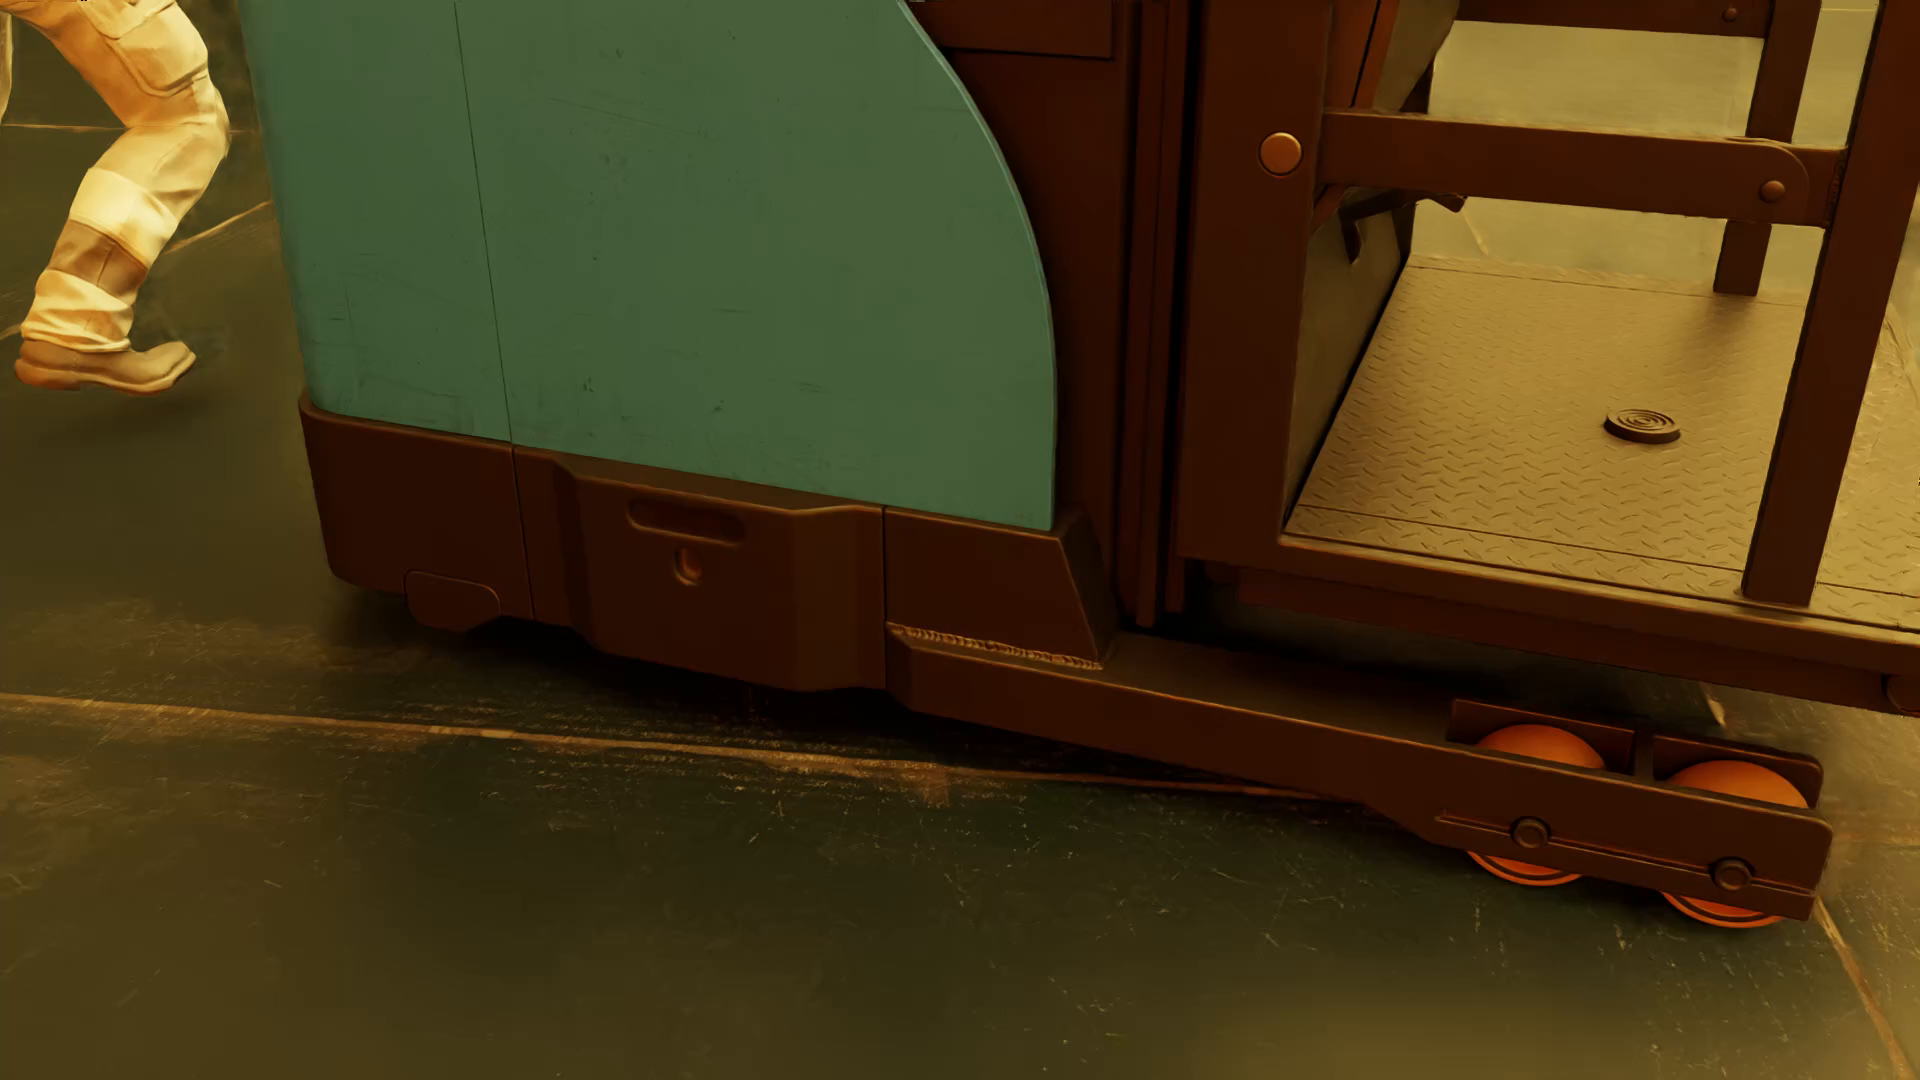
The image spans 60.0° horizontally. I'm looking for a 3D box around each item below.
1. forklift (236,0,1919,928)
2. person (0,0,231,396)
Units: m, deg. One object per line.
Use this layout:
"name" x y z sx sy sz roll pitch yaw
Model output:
"forklift" 0.703 -1.184 1.589 3.031 2.935 1.130 10 28 18
"person" -1.604 -1.031 2.678 0.923 1.691 0.488 11 29 21
